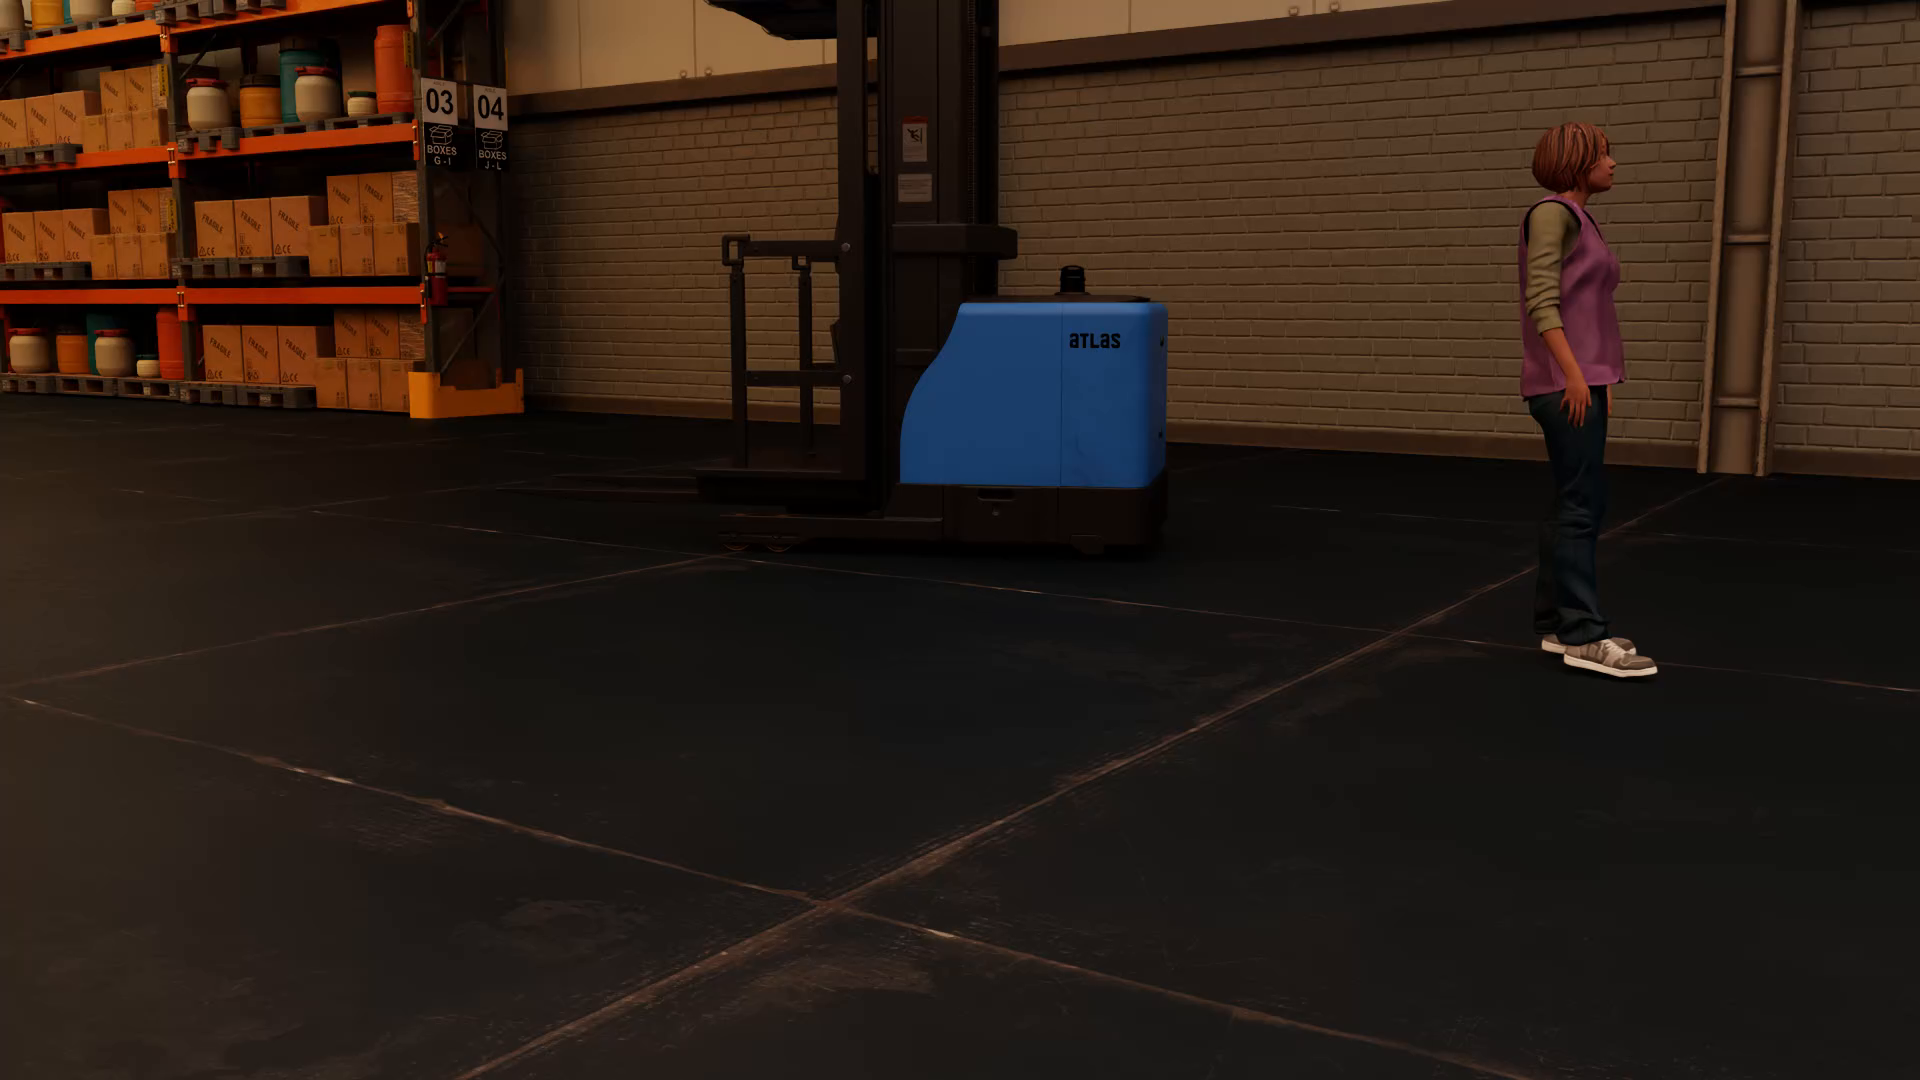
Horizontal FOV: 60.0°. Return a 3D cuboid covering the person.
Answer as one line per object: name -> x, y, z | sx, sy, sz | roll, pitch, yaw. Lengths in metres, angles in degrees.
person -> 1.892, -0.425, 4.925 | 0.474, 1.583, 0.519 | 5, 9, 31

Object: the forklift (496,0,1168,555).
forklift -> -0.596, -1.469, 7.520 | 3.031, 2.935, 1.130 | 2, 8, 12
